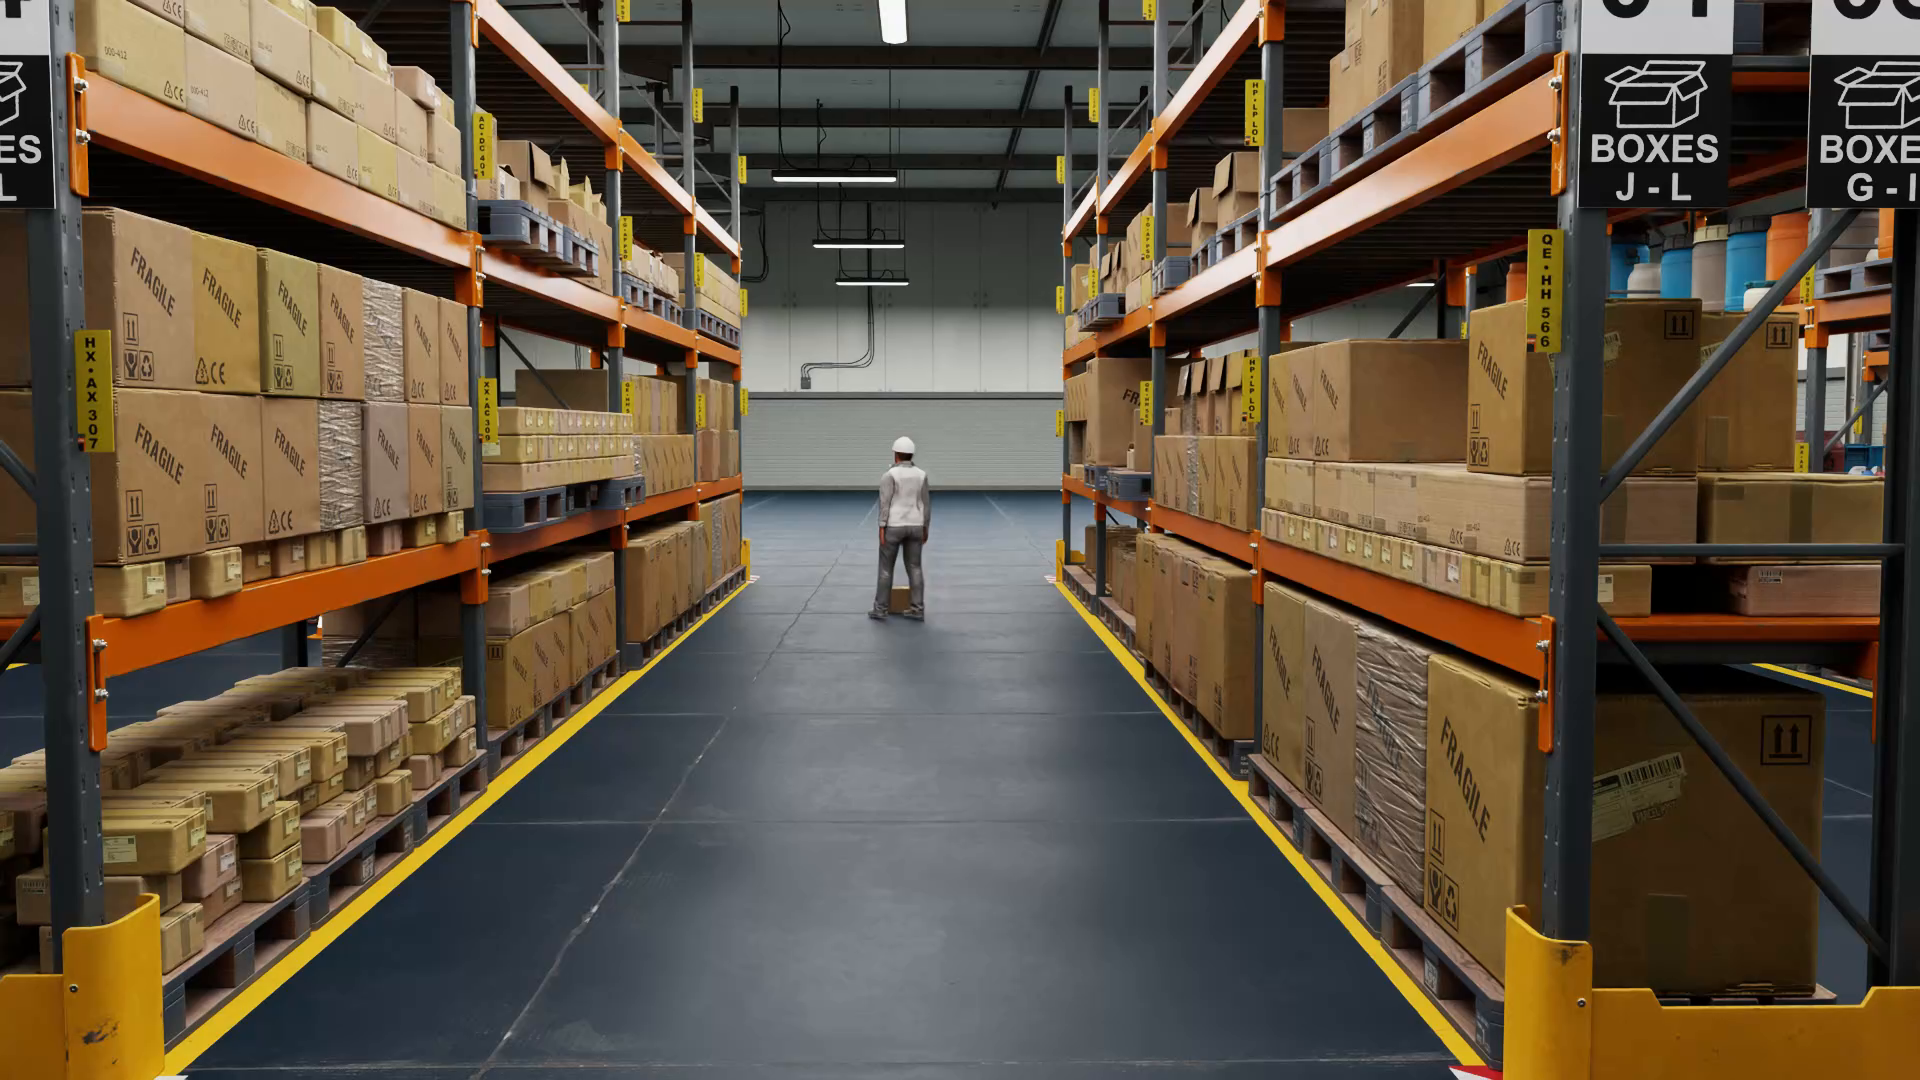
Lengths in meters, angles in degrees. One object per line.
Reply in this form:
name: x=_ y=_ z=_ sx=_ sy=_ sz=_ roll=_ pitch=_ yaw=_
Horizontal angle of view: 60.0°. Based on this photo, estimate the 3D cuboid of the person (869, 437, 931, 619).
person: x=-0.601 y=-0.127 z=16.359 sx=0.572 sy=1.770 sz=0.583 roll=-2 pitch=4 yaw=-27
